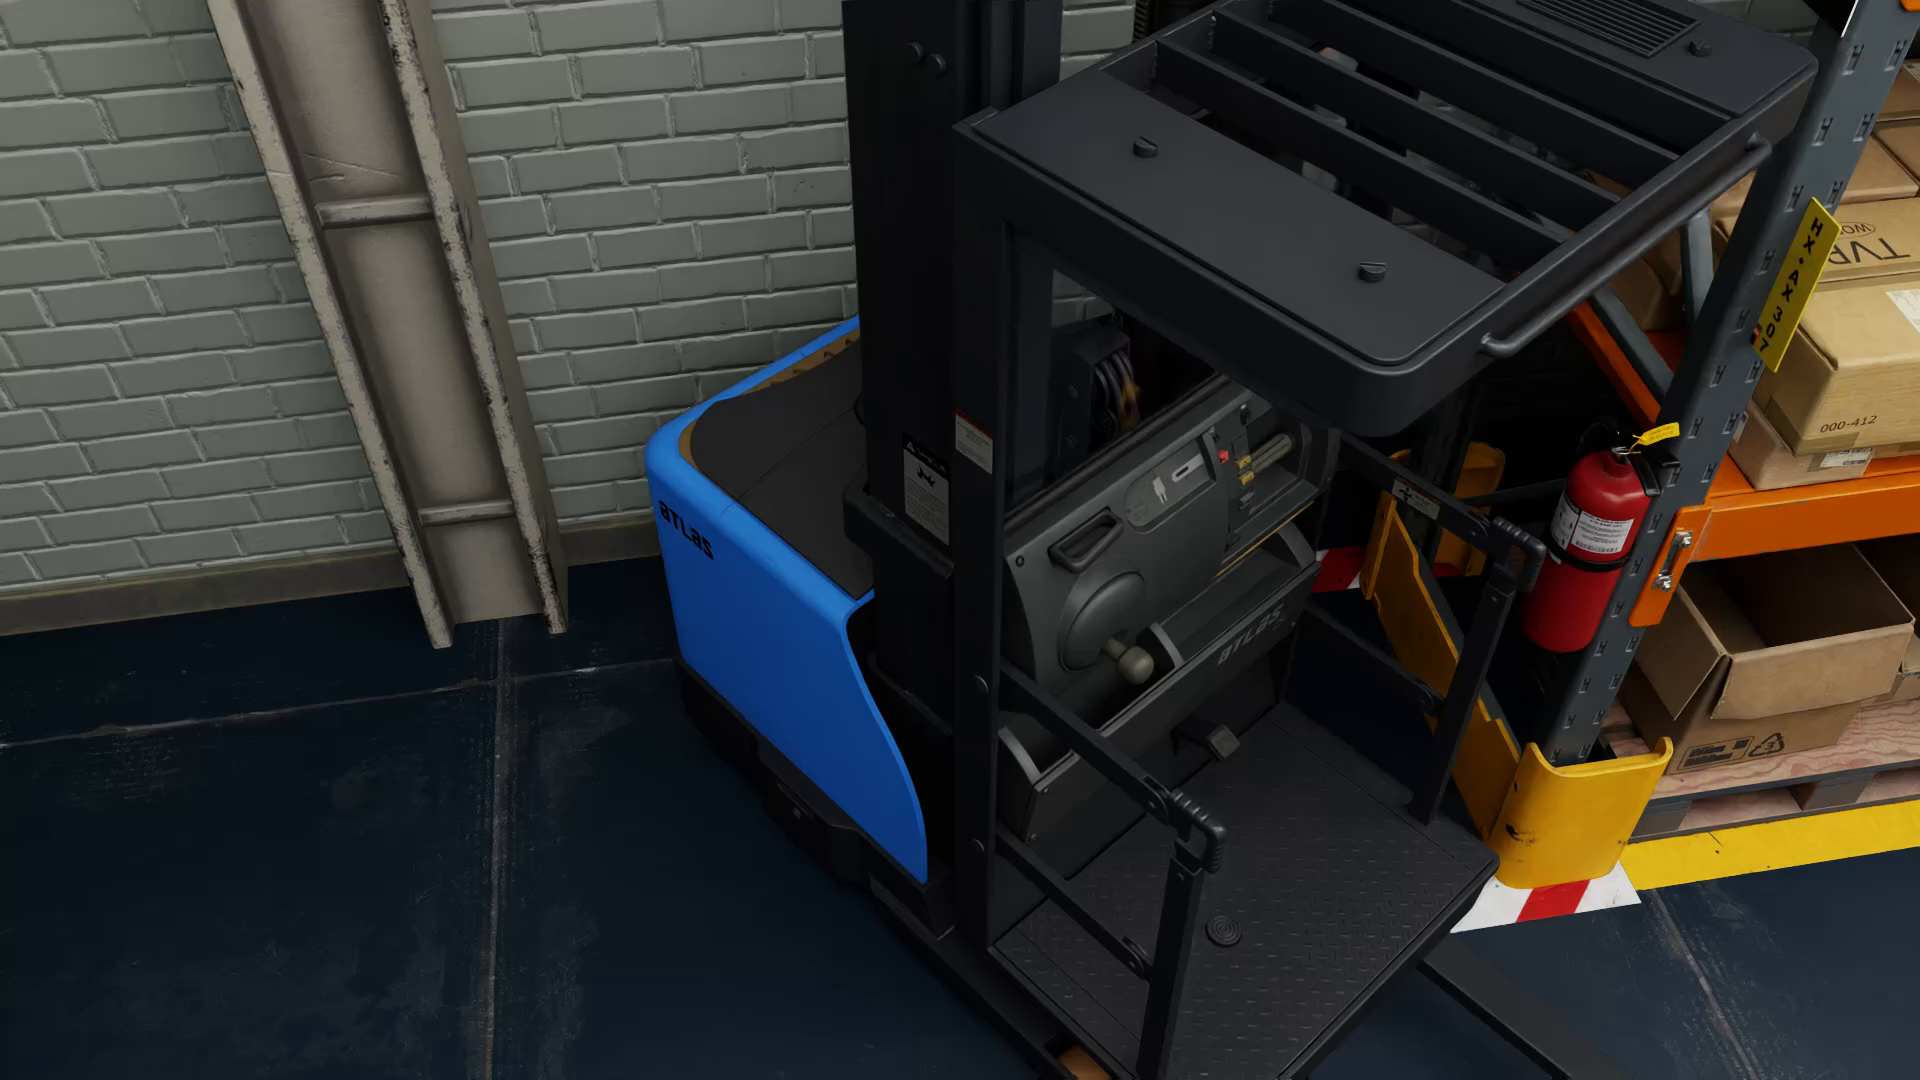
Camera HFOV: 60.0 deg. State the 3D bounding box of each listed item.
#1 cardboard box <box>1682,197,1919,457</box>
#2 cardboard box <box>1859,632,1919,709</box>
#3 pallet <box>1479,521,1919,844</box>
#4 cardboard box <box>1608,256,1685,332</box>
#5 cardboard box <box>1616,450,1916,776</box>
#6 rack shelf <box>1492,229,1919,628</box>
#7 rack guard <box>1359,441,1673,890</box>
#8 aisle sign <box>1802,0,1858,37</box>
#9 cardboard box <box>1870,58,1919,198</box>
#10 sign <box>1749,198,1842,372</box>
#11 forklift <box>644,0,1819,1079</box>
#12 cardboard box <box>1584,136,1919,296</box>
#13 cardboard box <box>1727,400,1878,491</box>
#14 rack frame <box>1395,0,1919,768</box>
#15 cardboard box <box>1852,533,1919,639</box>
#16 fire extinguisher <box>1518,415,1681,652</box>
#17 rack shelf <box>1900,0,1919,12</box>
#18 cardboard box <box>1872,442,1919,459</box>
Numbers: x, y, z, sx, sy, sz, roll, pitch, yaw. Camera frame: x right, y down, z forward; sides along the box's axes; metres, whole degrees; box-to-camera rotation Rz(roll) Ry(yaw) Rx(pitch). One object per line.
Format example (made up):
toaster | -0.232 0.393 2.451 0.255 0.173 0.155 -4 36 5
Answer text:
cardboard box | 1.905 -0.458 3.506 0.500 0.250 0.500 -7 46 -7
cardboard box | 2.457 0.268 4.597 0.250 0.149 0.380 -9 47 -8
pallet | 2.273 0.317 4.798 1.213 0.211 1.003 -7 46 -7
cardboard box | 1.693 -0.687 4.003 0.250 0.149 0.380 -8 47 -7
cardboard box | 2.031 0.170 4.445 0.637 0.503 0.797 -9 47 -8
rack shelf | 3.383 -0.539 4.186 4.000 0.370 1.077 -7 46 -7
rack guard | 1.487 0.315 4.599 0.348 0.500 1.175 -7 46 -7
aisle sign | 1.395 -1.228 2.545 0.004 0.787 0.394 -7 46 -7
cardboard box | 2.329 -0.901 3.933 0.500 0.250 0.500 -7 46 -7
sign | 1.505 -0.458 3.007 0.005 0.325 0.100 -7 46 -7
forklift | 0.593 0.018 3.198 1.130 2.935 3.031 -34 55 -28
cardboard box | 1.820 -0.839 3.873 0.500 0.250 0.500 -6 46 -6
cardboard box | 1.783 -0.301 3.632 0.250 0.149 0.380 -7 47 -7
rack frame | 1.412 -0.543 3.690 0.127 3.000 1.000 -7 46 -7
cardboard box | 2.880 0.094 4.521 0.500 0.500 0.700 -5 46 -5
fire extinguisher | 1.346 -0.040 3.519 0.183 0.674 0.296 -7 46 -7
rack shelf | 3.383 -1.579 3.105 4.000 0.370 1.077 -7 46 -7
cardboard box | 2.026 -0.365 3.693 0.250 0.149 0.380 -6 46 -6
